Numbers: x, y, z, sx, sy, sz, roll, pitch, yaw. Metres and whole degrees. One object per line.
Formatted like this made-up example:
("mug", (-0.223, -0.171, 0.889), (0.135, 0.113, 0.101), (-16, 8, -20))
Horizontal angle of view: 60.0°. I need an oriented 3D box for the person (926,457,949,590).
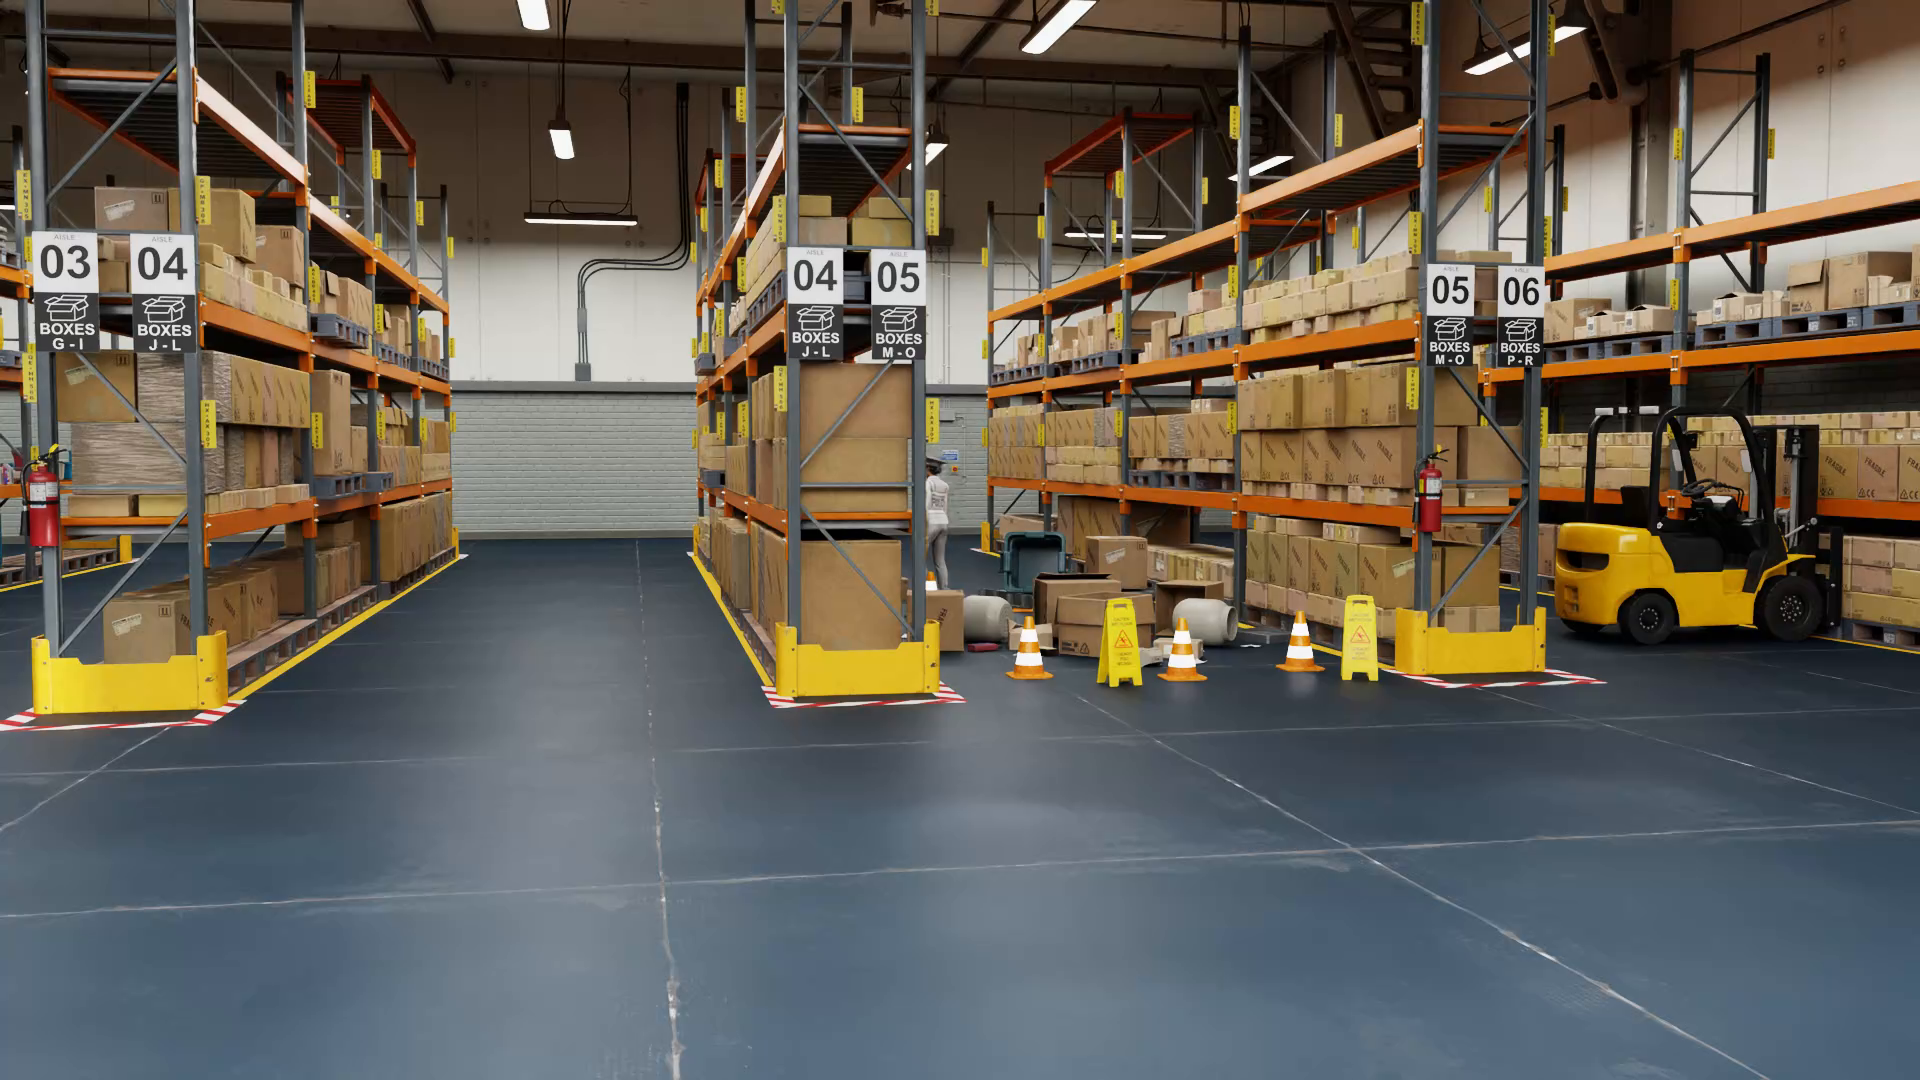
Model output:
("person", (-0.315, -0.080, 18.623), (0.377, 1.704, 0.562), (2, 4, 37))
